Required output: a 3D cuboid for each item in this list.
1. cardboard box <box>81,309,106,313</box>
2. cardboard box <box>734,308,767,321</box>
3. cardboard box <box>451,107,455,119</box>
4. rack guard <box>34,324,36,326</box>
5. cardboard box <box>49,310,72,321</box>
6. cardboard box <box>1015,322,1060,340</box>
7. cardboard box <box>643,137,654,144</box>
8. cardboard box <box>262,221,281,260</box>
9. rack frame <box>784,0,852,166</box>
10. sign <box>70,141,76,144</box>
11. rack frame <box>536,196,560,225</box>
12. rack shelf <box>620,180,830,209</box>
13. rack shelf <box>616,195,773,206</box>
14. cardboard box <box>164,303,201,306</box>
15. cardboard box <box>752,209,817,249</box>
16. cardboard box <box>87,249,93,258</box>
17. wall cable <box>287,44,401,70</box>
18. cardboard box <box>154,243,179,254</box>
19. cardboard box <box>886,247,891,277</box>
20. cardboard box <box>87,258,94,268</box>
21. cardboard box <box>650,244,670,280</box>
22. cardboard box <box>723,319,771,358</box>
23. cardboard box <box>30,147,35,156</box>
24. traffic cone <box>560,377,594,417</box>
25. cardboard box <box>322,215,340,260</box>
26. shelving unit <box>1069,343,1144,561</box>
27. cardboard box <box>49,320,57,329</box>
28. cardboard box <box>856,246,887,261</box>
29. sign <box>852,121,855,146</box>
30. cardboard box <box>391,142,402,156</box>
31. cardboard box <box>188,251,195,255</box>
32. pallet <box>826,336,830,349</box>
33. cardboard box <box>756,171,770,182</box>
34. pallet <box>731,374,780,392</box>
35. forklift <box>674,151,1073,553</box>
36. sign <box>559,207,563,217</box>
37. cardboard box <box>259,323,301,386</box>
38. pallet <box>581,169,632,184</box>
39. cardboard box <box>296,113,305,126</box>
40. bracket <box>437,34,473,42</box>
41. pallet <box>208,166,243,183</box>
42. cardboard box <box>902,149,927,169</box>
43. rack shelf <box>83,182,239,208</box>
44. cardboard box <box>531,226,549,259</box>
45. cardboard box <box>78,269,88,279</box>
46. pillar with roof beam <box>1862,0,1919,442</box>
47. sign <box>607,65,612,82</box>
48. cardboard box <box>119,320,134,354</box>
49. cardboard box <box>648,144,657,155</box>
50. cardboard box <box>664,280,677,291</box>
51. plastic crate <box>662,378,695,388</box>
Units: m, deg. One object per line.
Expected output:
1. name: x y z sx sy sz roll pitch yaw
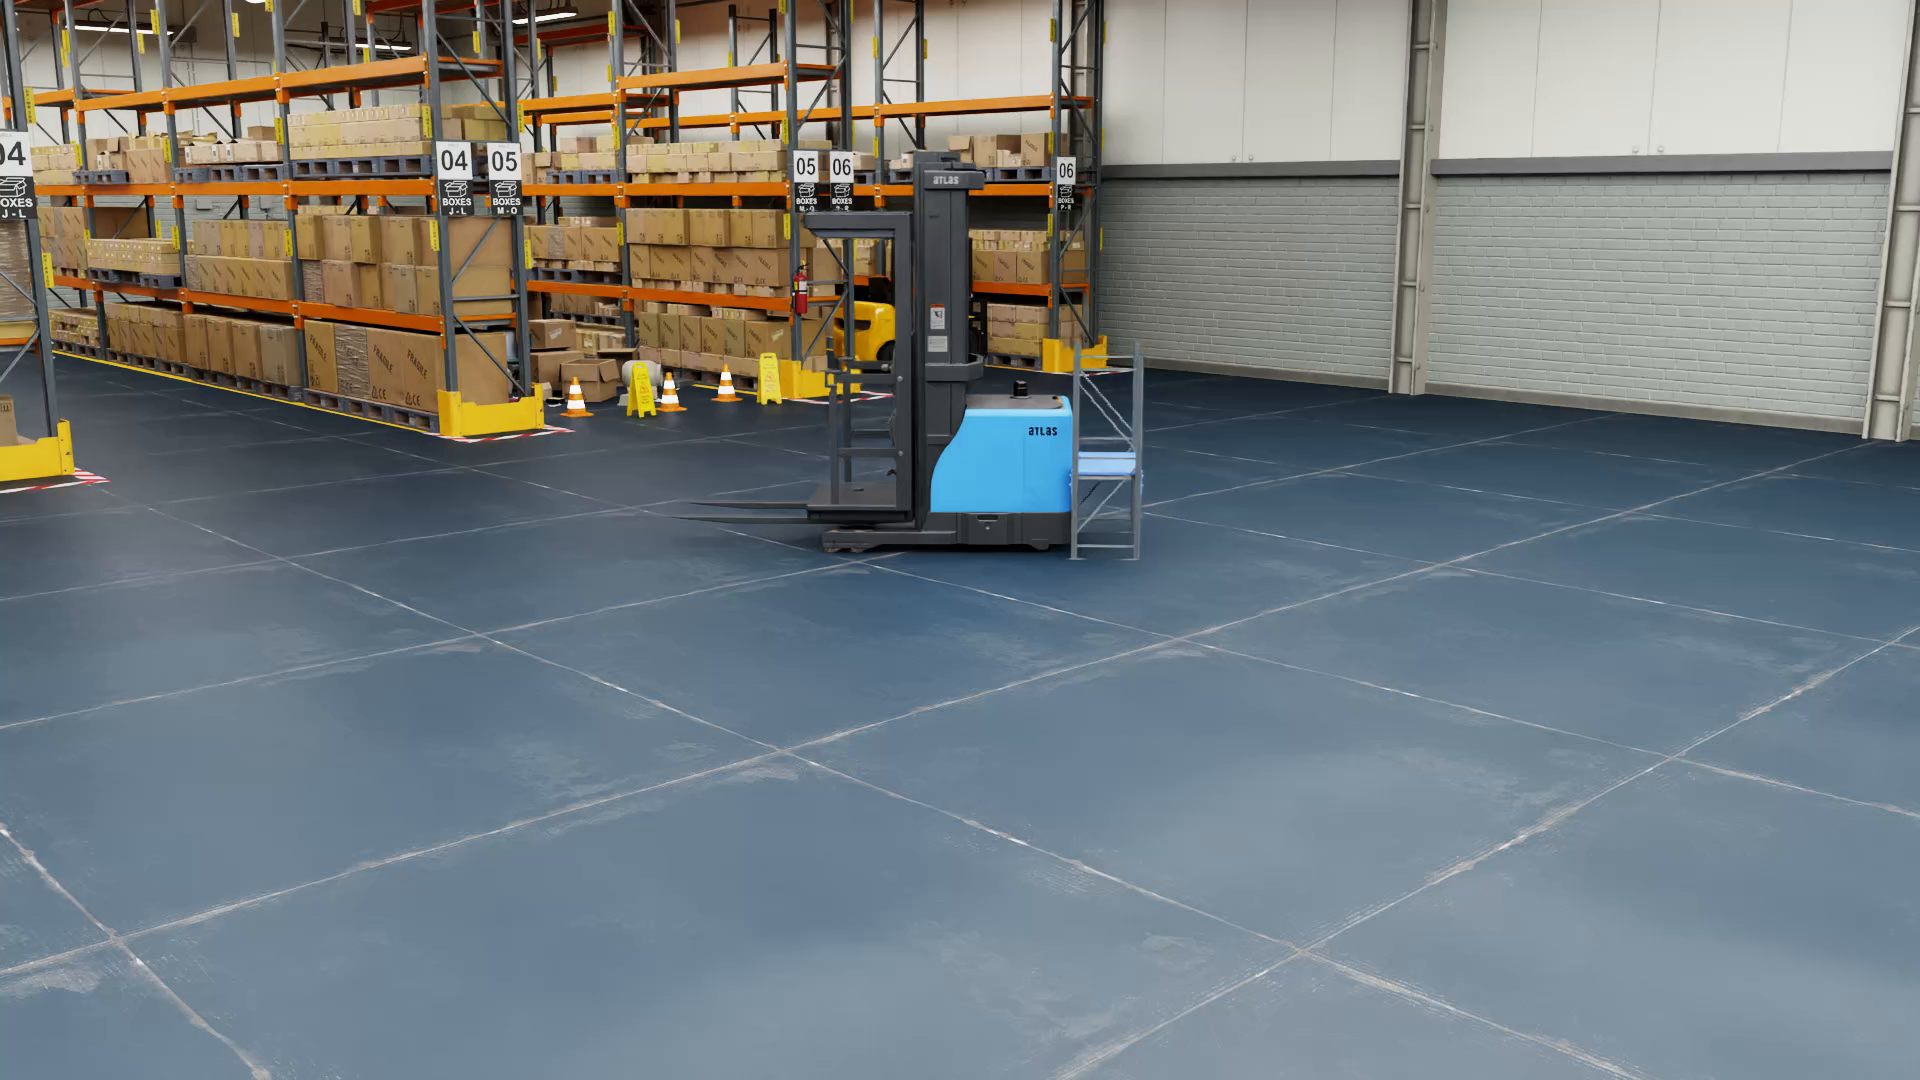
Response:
1. cardboard box: -15.303 -4.000 29.442 0.250 0.149 0.380 11 16 43
2. cardboard box: -2.872 -3.091 22.786 0.380 0.149 0.250 -10 15 -41
3. cardboard box: -5.688 -4.876 19.067 0.380 0.149 0.250 -11 16 -43
4. rack guard: -16.336 -3.817 30.199 1.175 0.500 0.348 -11 16 -43
5. cardboard box: -15.682 -3.927 29.086 0.250 0.149 0.380 11 16 42
6. cardboard box: 1.197 -3.245 25.764 0.500 0.250 0.500 -11 16 -43
7. cardboard box: -5.056 -6.064 25.571 0.500 0.250 0.500 -11 16 -44
8. cardboard box: -8.805 -3.986 22.100 0.700 0.500 0.500 -11 16 -43
9. rack frame: -1.828 -6.360 21.481 1.000 3.000 0.127 -11 16 -43
10. sign: -15.973 -7.030 29.970 0.100 0.325 0.005 -11 16 -43
11. rack frame: -9.290 -6.449 36.780 1.000 3.000 0.127 -11 16 -43
12. rack shelf: -3.210 -4.830 23.273 1.077 0.370 4.000 -11 16 -43
13. rack shelf: -5.147 -6.690 32.300 1.077 0.370 4.000 -11 16 -43
14. cardboard box: -12.208 -3.592 26.207 0.500 0.250 0.500 11 16 43
15. cardboard box: -2.339 -4.150 22.160 0.500 0.500 0.700 11 16 44
16. cardboard box: -13.686 -4.575 26.530 0.380 0.149 0.250 -11 16 -42
17. wall cable: -14.423 -9.992 39.014 2.988 3.039 0.133 -11 16 -43
18. cardboard box: -11.533 -4.266 24.294 0.250 0.149 0.380 11 16 43
19. cardboard box: -0.886 -4.646 27.779 0.500 0.500 0.500 11 16 44
20. cardboard box: -13.686 -4.430 26.560 0.250 0.149 0.380 11 16 42
21. cardboard box: -4.125 -4.027 24.040 0.500 0.500 0.500 -11 16 -43
22. cardboard box: -2.933 -2.804 23.004 0.500 0.500 0.500 -10 15 -40
23. cardboard box: -15.864 -6.684 28.632 0.380 0.149 0.250 -11 16 -42
24. traffic cone: -4.678 -1.750 20.259 0.336 0.463 0.334 -11 16 -43
25. cardboard box: -7.407 -3.781 20.781 0.875 0.550 0.550 -11 16 -43
26. shelving unit: 1.103 -0.690 12.545 0.538 1.500 1.048 1 12 4
27. cardboard box: -15.732 -3.771 29.070 0.380 0.149 0.250 -10 15 -41
28. cardboard box: -1.527 -4.905 28.419 0.500 0.250 0.500 -11 16 -44
29. sign: -1.436 -5.395 22.063 0.100 0.325 0.005 -11 16 -43
30. cardboard box: -6.165 -4.394 18.704 0.380 0.149 0.250 -11 16 -42
31. cardboard box: -11.427 -4.289 25.142 0.250 0.149 0.380 11 16 43
32. pallet: -2.387 -3.612 29.921 1.003 0.211 1.213 -11 16 -43
33. cardboard box: -2.473 -4.813 22.027 0.380 0.149 0.250 -11 16 -42
34. pallet: -2.416 -2.191 23.021 1.003 0.211 1.213 -11 16 -43
35. forklift: -0.654 -1.448 12.675 3.031 2.935 1.130 0 12 2
36. sign: -8.875 -7.245 36.993 0.100 0.325 0.005 -11 16 -43
37. cardboard box: -8.595 -2.483 22.064 1.050 0.750 0.750 -11 16 -43
38. pallet: -4.940 -5.488 25.146 1.213 0.211 1.003 -11 16 -43
39. cardboard box: -7.918 -5.155 20.422 0.380 0.149 0.250 -11 16 -43
40. bracket: -12.973 -12.088 40.364 0.076 0.066 5.218 -11 16 -43
41. pallet: -9.606 -5.012 22.840 1.003 0.211 1.213 -10 15 -40
42. cardboard box: -0.605 -6.223 27.180 0.500 0.311 0.500 -10 16 -41
43. rack shelf: -12.245 -5.293 25.520 1.077 0.370 4.000 -11 16 -43
44. cardboard box: -6.473 -4.740 26.460 0.500 0.500 0.500 -11 16 -42
45. cardboard box: -14.249 -4.377 27.345 0.250 0.149 0.380 11 16 44
46. pillar with roof beam: 7.103 -4.928 14.532 9.100 9.000 0.400 -11 16 -43
47. sign: -6.933 -9.227 32.885 0.100 0.325 0.005 -11 16 -43
48. cardboard box: -12.941 -3.228 26.301 0.500 0.500 0.500 -10 15 -40
49. cardboard box: -4.233 -5.577 23.761 0.250 0.149 0.380 11 16 43
50. cardboard box: -4.042 -3.687 23.995 0.380 0.149 0.250 -10 15 -41
51. plastic crate: -4.100 -2.232 23.548 0.583 0.080 0.402 6 13 26
